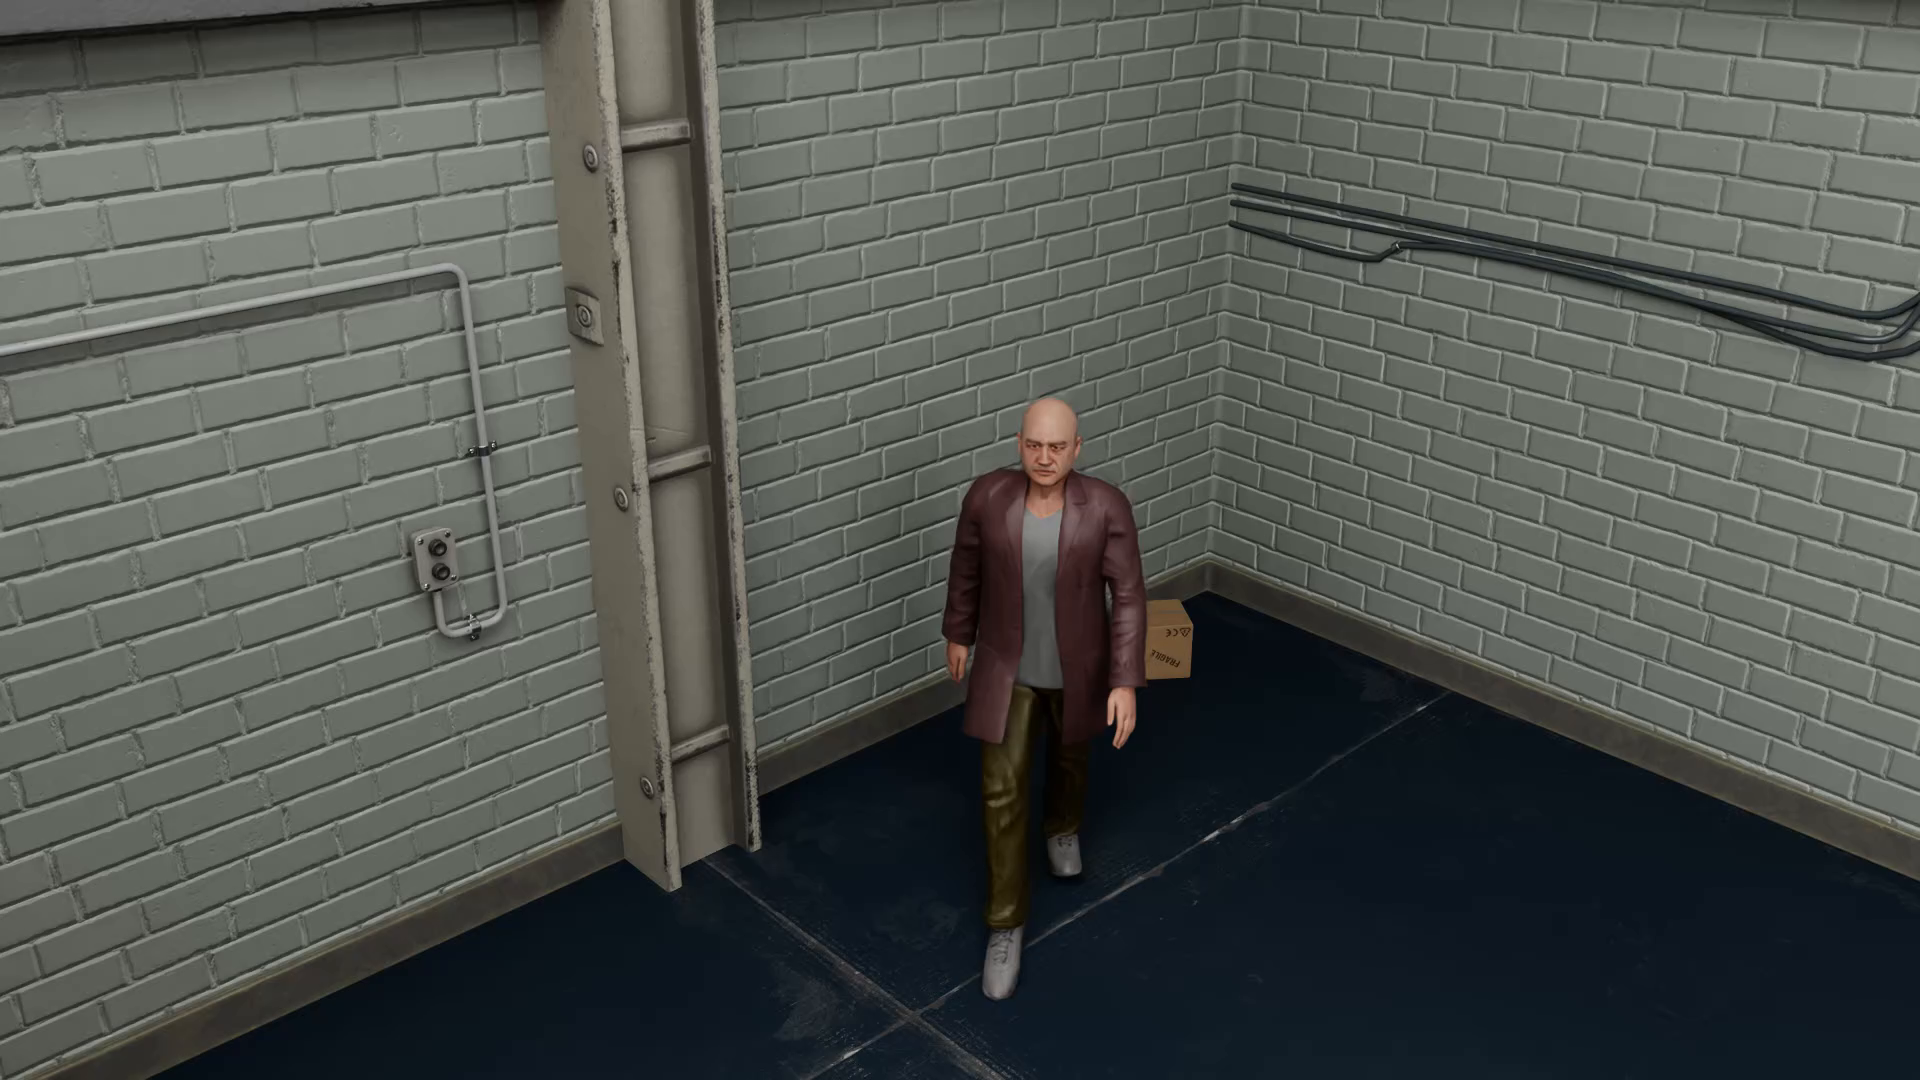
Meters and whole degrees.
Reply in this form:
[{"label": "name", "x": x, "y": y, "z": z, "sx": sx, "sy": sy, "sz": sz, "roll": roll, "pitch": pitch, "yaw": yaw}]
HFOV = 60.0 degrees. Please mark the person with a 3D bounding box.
[{"label": "person", "x": 0.247, "y": 0.425, "z": 5.170, "sx": 0.658, "sy": 1.780, "sz": 0.950, "roll": 2, "pitch": 24, "yaw": 6}]
